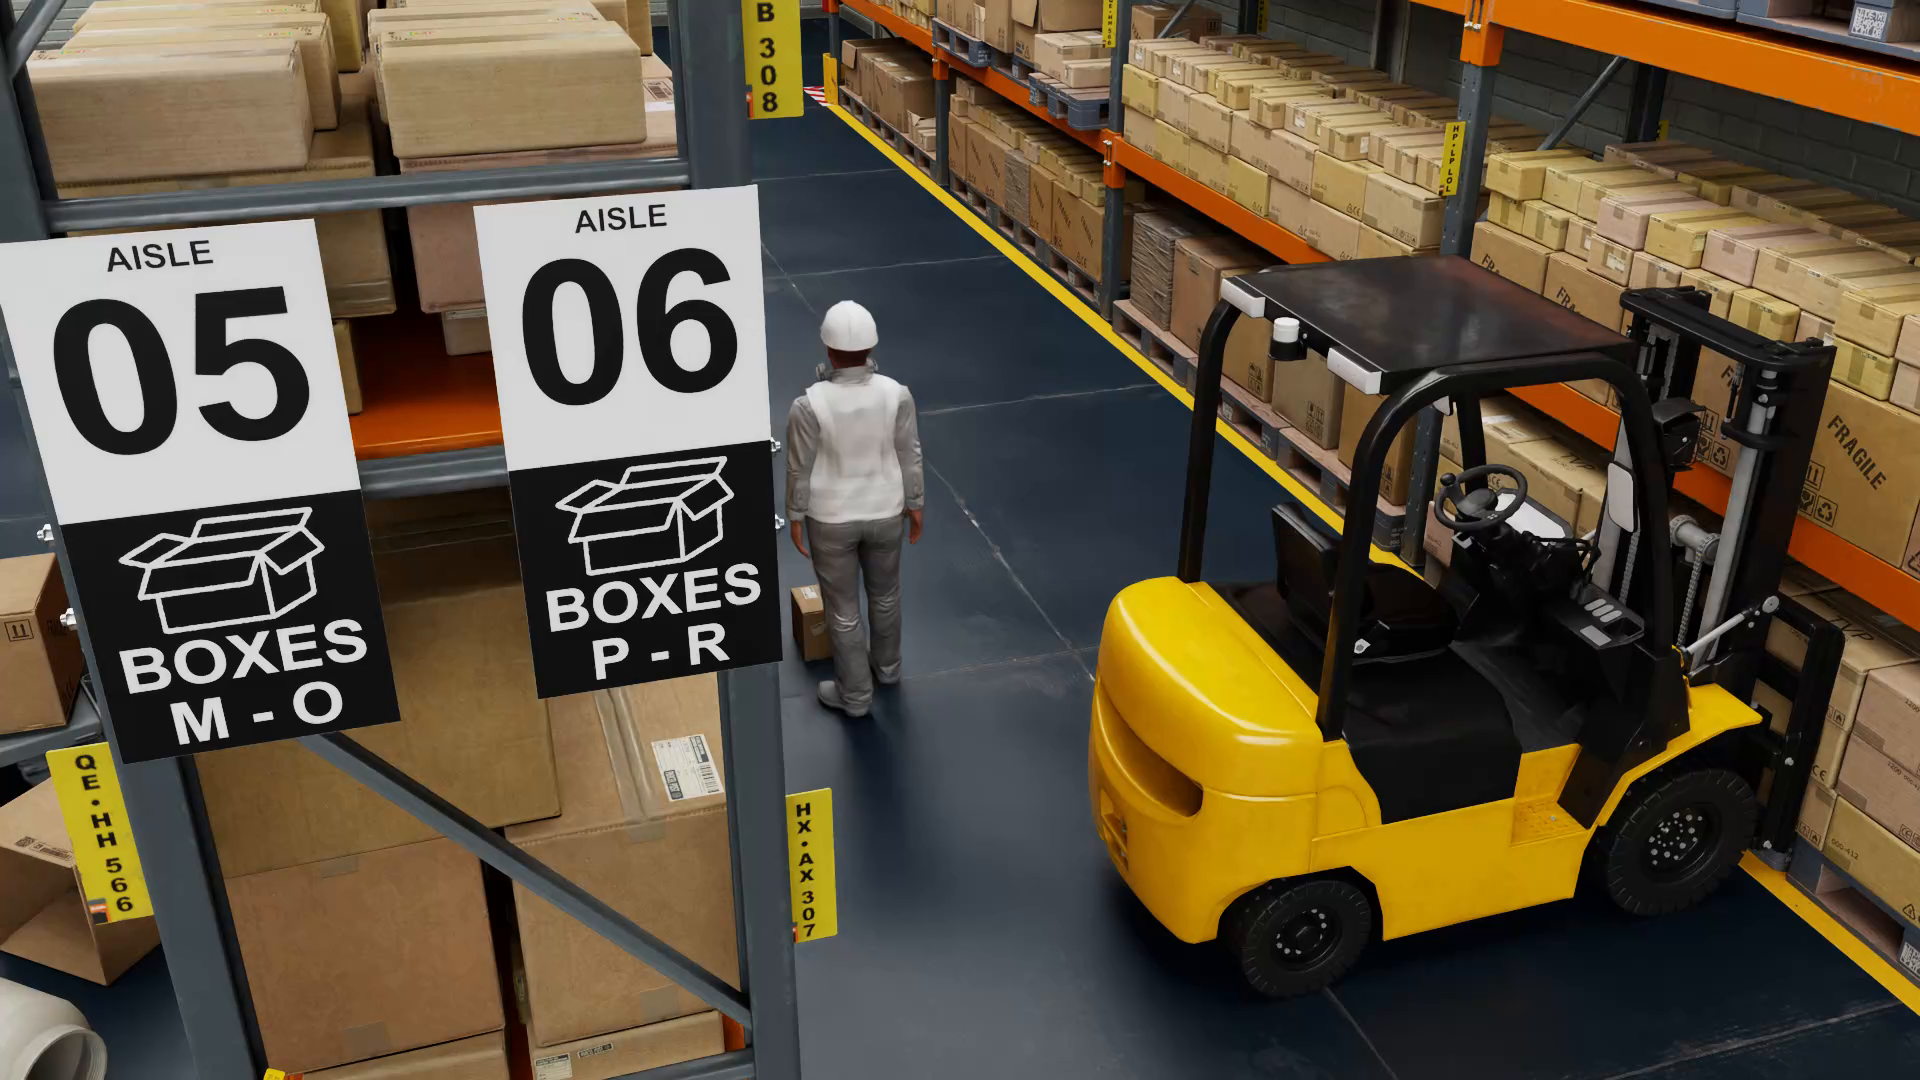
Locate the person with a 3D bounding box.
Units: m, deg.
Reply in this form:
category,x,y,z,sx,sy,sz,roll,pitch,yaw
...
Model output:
category,x,y,z,sx,sy,sz,roll,pitch,yaw
person,-0.461,-0.147,6.870,0.568,1.775,0.544,-10,28,-19
